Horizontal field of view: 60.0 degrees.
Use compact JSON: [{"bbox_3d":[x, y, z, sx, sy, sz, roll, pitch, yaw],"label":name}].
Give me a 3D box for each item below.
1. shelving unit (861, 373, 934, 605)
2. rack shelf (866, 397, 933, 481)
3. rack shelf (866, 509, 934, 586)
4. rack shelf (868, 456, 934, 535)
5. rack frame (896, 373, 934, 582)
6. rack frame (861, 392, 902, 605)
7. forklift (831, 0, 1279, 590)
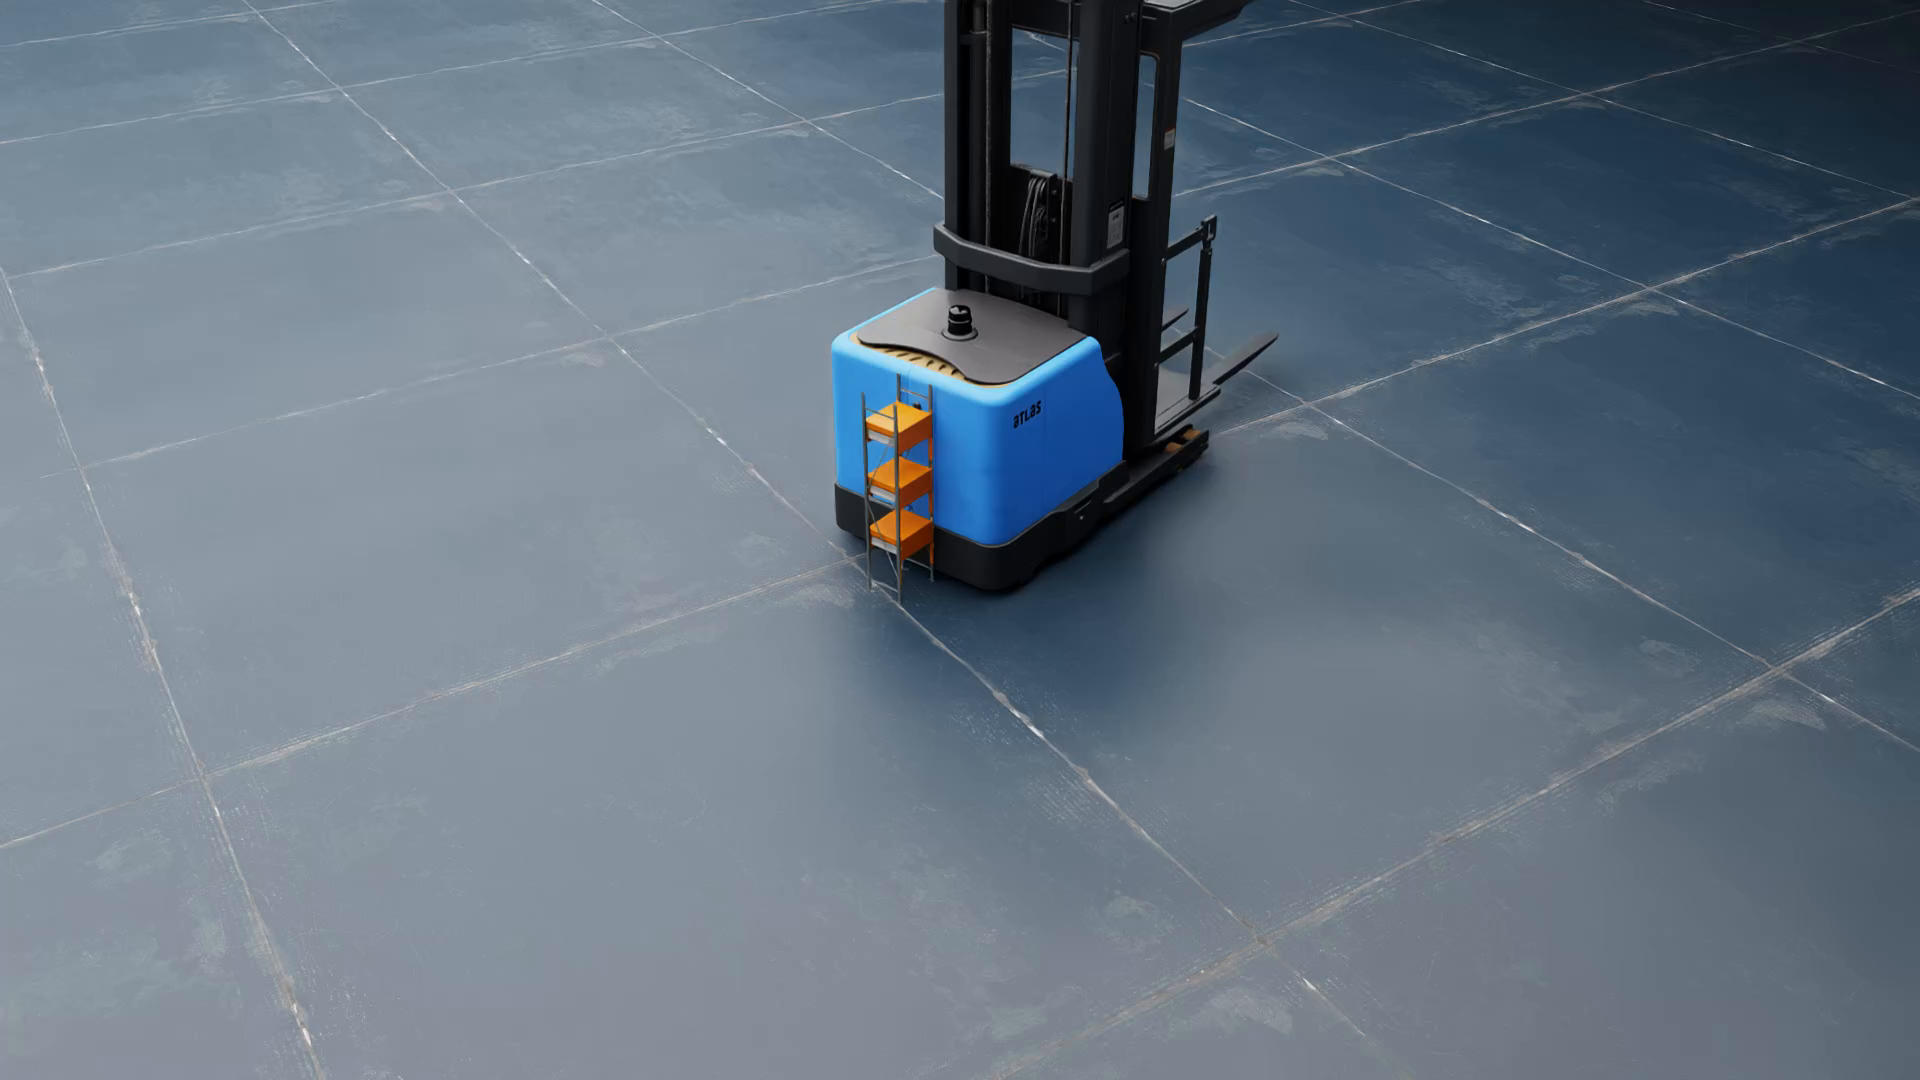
[{"bbox_3d":[-0.279,-0.224,7.621,0.215,1.050,0.252,22,39,31],"label":"shelving unit"},{"bbox_3d":[-0.279,-0.455,7.475,0.215,0.259,0.240,22,39,31],"label":"rack shelf"},{"bbox_3d":[-0.279,0.020,7.775,0.215,0.259,0.240,22,39,31],"label":"rack shelf"},{"bbox_3d":[-0.279,-0.215,7.626,0.215,0.259,0.240,22,39,31],"label":"rack shelf"},{"bbox_3d":[-0.205,-0.275,7.702,0.200,1.050,0.008,22,39,31],"label":"rack frame"},{"bbox_3d":[-0.354,-0.172,7.539,0.200,1.050,0.008,22,39,31],"label":"rack frame"},{"bbox_3d":[0.681,-1.732,8.249,1.130,2.935,3.031,22,39,31],"label":"forklift"}]
